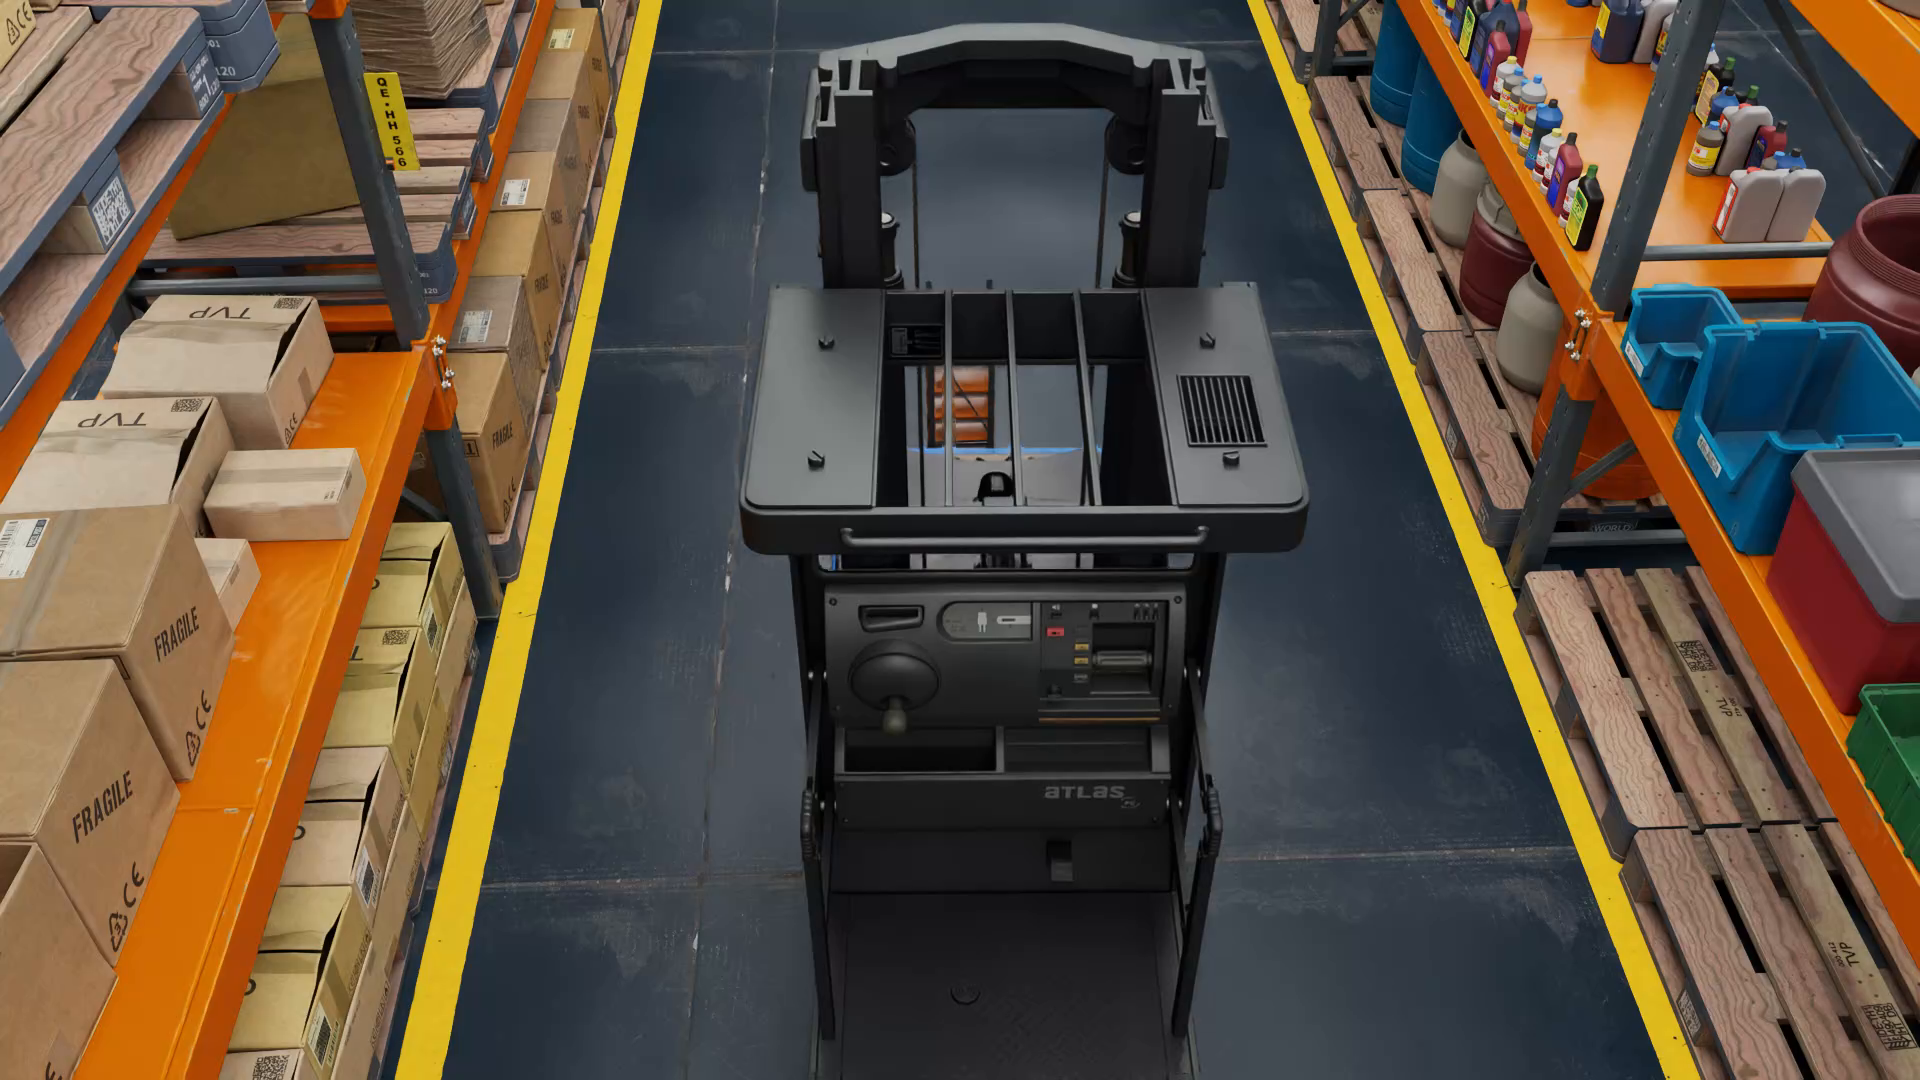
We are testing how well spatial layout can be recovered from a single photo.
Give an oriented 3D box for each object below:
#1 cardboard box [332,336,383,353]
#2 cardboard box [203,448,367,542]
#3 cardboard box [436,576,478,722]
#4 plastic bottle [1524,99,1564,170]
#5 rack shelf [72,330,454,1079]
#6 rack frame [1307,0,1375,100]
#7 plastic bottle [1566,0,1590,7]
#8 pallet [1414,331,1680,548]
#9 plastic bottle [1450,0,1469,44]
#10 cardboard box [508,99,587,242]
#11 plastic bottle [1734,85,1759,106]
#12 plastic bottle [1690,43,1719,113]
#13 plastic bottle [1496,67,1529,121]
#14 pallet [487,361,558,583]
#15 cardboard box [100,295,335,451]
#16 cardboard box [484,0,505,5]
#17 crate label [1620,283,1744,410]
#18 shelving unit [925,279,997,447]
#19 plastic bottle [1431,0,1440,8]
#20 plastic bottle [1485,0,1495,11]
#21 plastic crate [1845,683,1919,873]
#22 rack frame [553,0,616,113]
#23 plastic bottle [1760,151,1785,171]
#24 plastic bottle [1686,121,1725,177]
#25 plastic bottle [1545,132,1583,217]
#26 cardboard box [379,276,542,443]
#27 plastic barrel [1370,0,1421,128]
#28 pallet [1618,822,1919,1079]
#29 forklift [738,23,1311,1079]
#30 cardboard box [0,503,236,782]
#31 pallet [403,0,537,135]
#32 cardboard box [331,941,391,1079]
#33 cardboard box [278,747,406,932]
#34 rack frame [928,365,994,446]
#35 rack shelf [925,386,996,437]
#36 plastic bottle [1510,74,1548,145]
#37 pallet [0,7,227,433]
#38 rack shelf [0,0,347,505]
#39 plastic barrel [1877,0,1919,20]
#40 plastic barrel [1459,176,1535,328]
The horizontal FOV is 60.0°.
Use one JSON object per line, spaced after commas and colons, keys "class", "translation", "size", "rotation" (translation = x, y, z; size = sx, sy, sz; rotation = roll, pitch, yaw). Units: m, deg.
{"class": "cardboard box", "translation": [-2.554, -0.689, 6.806], "size": [0.500, 0.500, 0.500], "rotation": [0, 43, 0]}
{"class": "cardboard box", "translation": [-1.966, -0.132, 4.860], "size": [0.380, 0.149, 0.250], "rotation": [-2, 43, -2]}
{"class": "cardboard box", "translation": [-2.014, 0.383, 5.836], "size": [0.500, 0.250, 0.500], "rotation": [-1, 43, -1]}
{"class": "plastic bottle", "translation": [2.221, -1.543, 6.308], "size": [0.097, 0.271, 0.097], "rotation": [0, 43, 0]}
{"class": "rack shelf", "translation": [-2.195, 0.792, 4.199], "size": [1.077, 0.370, 4.000], "rotation": [-2, 43, -2]}
{"class": "rack frame", "translation": [2.499, -3.664, 8.527], "size": [1.000, 3.000, 0.127], "rotation": [-2, 43, -2]}
{"class": "plastic bottle", "translation": [2.767, -2.509, 7.363], "size": [0.097, 0.271, 0.097], "rotation": [0, 43, 0]}
{"class": "pallet", "translation": [2.594, -0.467, 7.103], "size": [1.003, 0.211, 1.213], "rotation": [-2, 43, -2]}
{"class": "plastic bottle", "translation": [2.198, -2.301, 7.077], "size": [0.144, 0.351, 0.185], "rotation": [-2, 43, -2]}
{"class": "cardboard box", "translation": [-2.109, -1.768, 7.983], "size": [0.500, 0.500, 0.500], "rotation": [-1, 43, -1]}
{"class": "plastic bottle", "translation": [2.994, -1.626, 6.390], "size": [0.061, 0.283, 0.133], "rotation": [-2, 43, -2]}
{"class": "plastic bottle", "translation": [2.961, -1.855, 6.649], "size": [0.097, 0.271, 0.097], "rotation": [0, 43, 0]}
{"class": "plastic bottle", "translation": [2.204, -1.780, 6.619], "size": [0.097, 0.201, 0.097], "rotation": [0, 43, 0]}
{"class": "pallet", "translation": [-2.274, -0.301, 6.922], "size": [1.003, 0.211, 1.213], "rotation": [-2, 43, -2]}
{"class": "cardboard box", "translation": [-2.308, -0.544, 5.190], "size": [0.500, 0.311, 0.500], "rotation": [1, 43, 1]}
{"class": "cardboard box", "translation": [-2.313, -2.525, 6.900], "size": [0.700, 0.500, 0.500], "rotation": [-12, 44, -13]}
{"class": "crate label", "translation": [2.312, -0.607, 5.316], "size": [0.303, 0.233, 0.416], "rotation": [-2, 43, -2]}
{"class": "shelving unit", "translation": [0.001, -0.433, 6.334], "size": [0.258, 1.200, 0.189], "rotation": [-2, 43, -2]}
{"class": "plastic bottle", "translation": [2.187, -2.513, 7.364], "size": [0.152, 0.276, 0.135], "rotation": [-2, 43, -2]}
{"class": "plastic bottle", "translation": [2.224, -2.170, 6.983], "size": [0.061, 0.283, 0.133], "rotation": [-2, 43, -2]}
{"class": "plastic crate", "translation": [2.483, 0.647, 3.981], "size": [0.450, 0.188, 0.662], "rotation": [-2, 43, -2]}
{"class": "rack frame", "translation": [-2.450, -3.524, 8.375], "size": [1.000, 3.000, 0.127], "rotation": [-2, 43, -2]}
{"class": "plastic bottle", "translation": [2.992, -1.336, 6.135], "size": [0.097, 0.201, 0.097], "rotation": [0, 43, 0]}
{"class": "plastic bottle", "translation": [2.830, -1.488, 6.300], "size": [0.097, 0.201, 0.097], "rotation": [0, 43, 0]}
{"class": "plastic bottle", "translation": [2.216, -1.337, 6.075], "size": [0.061, 0.283, 0.133], "rotation": [-2, 43, -2]}
{"class": "cardboard box", "translation": [-2.042, -0.733, 6.854], "size": [0.500, 0.500, 0.500], "rotation": [-3, 43, -3]}
{"class": "plastic barrel", "translation": [2.505, -2.677, 8.693], "size": [0.600, 0.901, 0.708], "rotation": [-2, 43, -2]}
{"class": "pallet", "translation": [2.712, 1.410, 5.055], "size": [1.003, 0.211, 1.213], "rotation": [-2, 43, -2]}
{"class": "forklift", "translation": [0.120, 0.393, 4.153], "size": [1.130, 2.935, 3.031], "rotation": [0, 43, 0]}
{"class": "cardboard box", "translation": [-2.193, 0.272, 4.160], "size": [0.500, 0.500, 0.500], "rotation": [-4, 43, -4]}
{"class": "pallet", "translation": [-2.367, -2.066, 6.926], "size": [1.003, 0.211, 1.213], "rotation": [-2, 43, -2]}
{"class": "cardboard box", "translation": [-1.946, 1.418, 4.707], "size": [0.500, 0.250, 0.500], "rotation": [-1, 43, -1]}
{"class": "cardboard box", "translation": [-1.965, 0.866, 4.894], "size": [0.500, 0.311, 0.500], "rotation": [-2, 43, -2]}
{"class": "rack frame", "translation": [0.005, -0.371, 6.267], "size": [0.240, 1.200, 0.006], "rotation": [-2, 43, -2]}
{"class": "rack shelf", "translation": [0.001, -0.488, 6.283], "size": [0.258, 0.103, 0.180], "rotation": [-2, 43, -2]}
{"class": "plastic bottle", "translation": [2.212, -1.674, 6.452], "size": [0.097, 0.271, 0.097], "rotation": [0, 43, 0]}
{"class": "pallet", "translation": [-2.112, -0.650, 3.159], "size": [1.003, 0.211, 1.213], "rotation": [0, 43, 0]}
{"class": "rack shelf", "translation": [-2.195, -0.314, 3.185], "size": [1.077, 0.370, 4.000], "rotation": [-2, 43, -2]}
{"class": "plastic barrel", "translation": [2.487, -1.693, 3.787], "size": [0.600, 0.901, 0.600], "rotation": [0, 43, 0]}
{"class": "plastic barrel", "translation": [2.583, -1.322, 7.446], "size": [0.600, 0.588, 0.708], "rotation": [-2, 43, -2]}
